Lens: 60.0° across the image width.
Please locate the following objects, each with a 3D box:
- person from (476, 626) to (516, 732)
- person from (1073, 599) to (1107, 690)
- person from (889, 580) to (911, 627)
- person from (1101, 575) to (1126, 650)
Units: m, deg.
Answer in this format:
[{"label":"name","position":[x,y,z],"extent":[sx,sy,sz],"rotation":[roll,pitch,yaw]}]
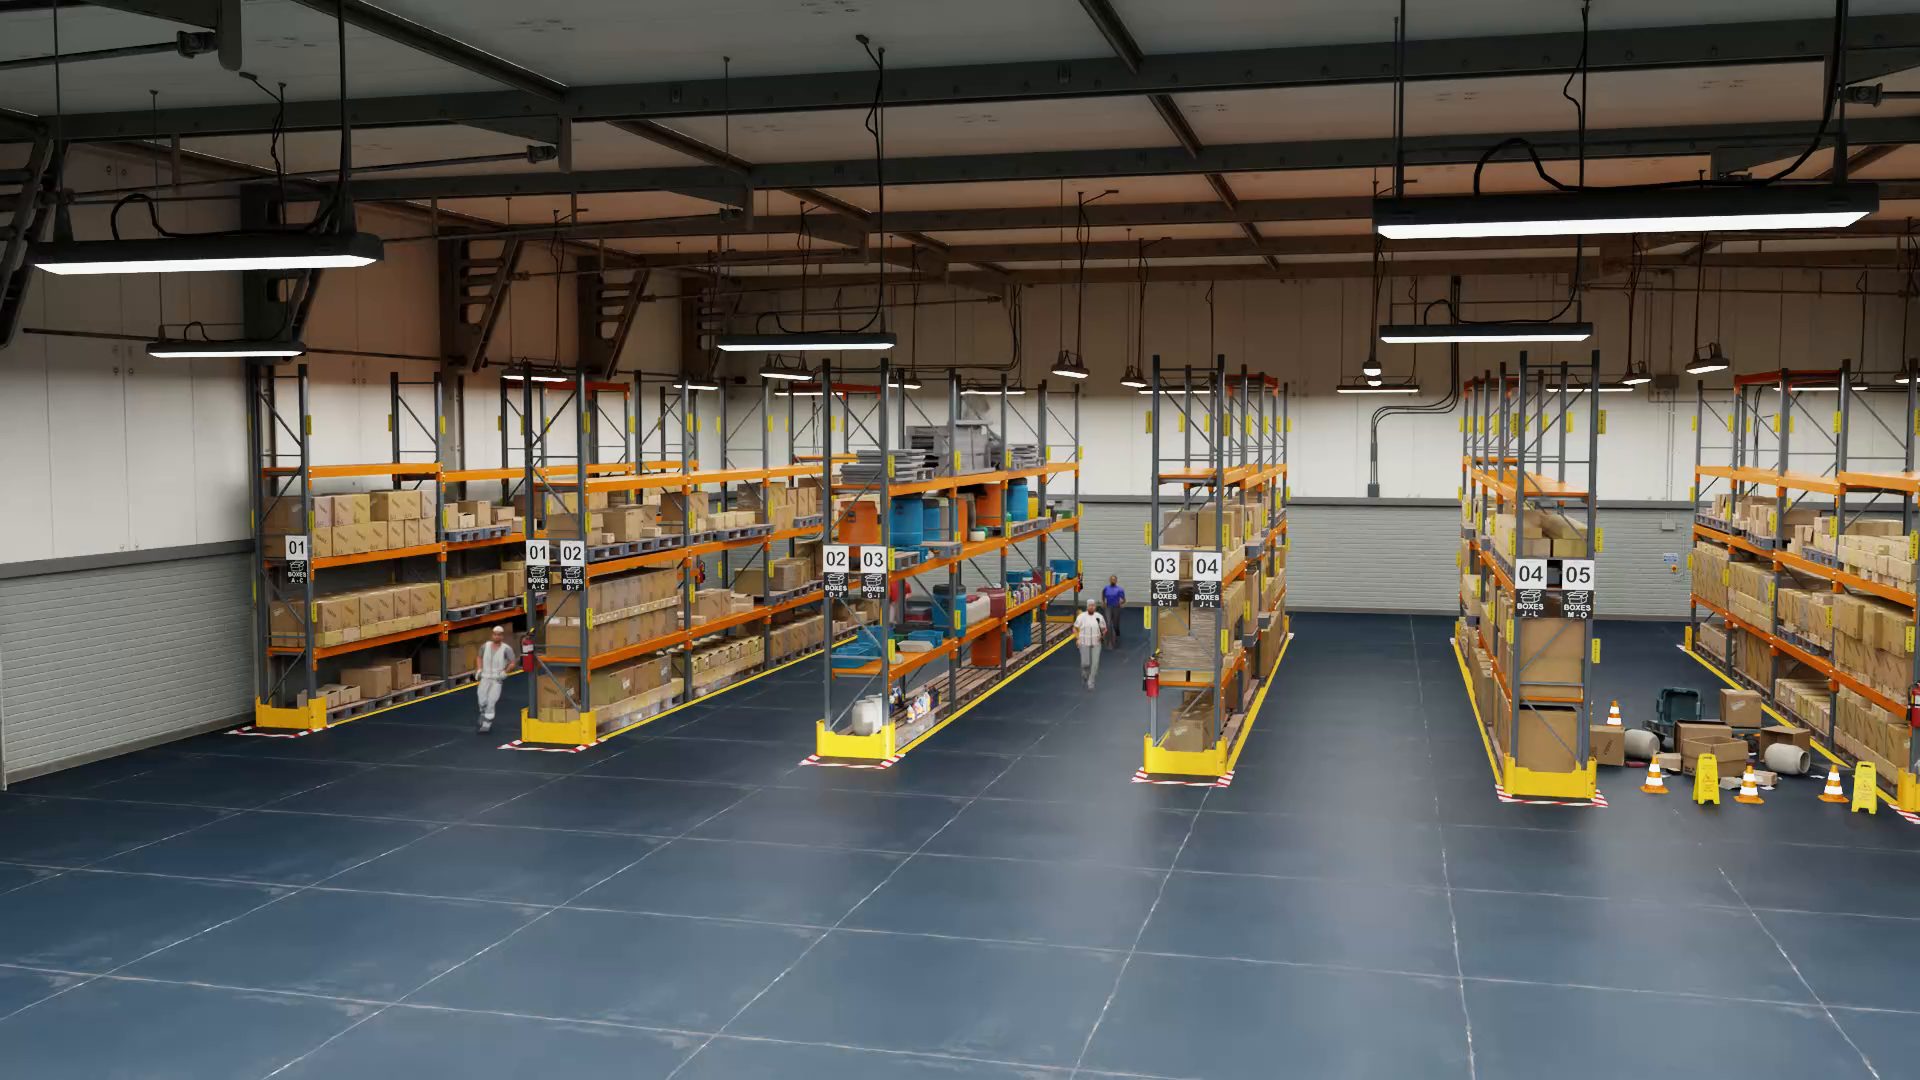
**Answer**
[{"label":"person","position":[-7.586,2.264,27.144],"extent":[0.667,1.732,0.569],"rotation":[0,4,-3]},{"label":"person","position":[2.325,1.861,29.566],"extent":[0.607,1.622,0.501],"rotation":[0,4,-1]},{"label":"person","position":[-1.435,1.566,37.832],"extent":[0.668,1.759,0.733],"rotation":[0,4,7]},{"label":"person","position":[3.433,1.612,37.410],"extent":[0.560,1.662,0.879],"rotation":[1,4,15]}]
